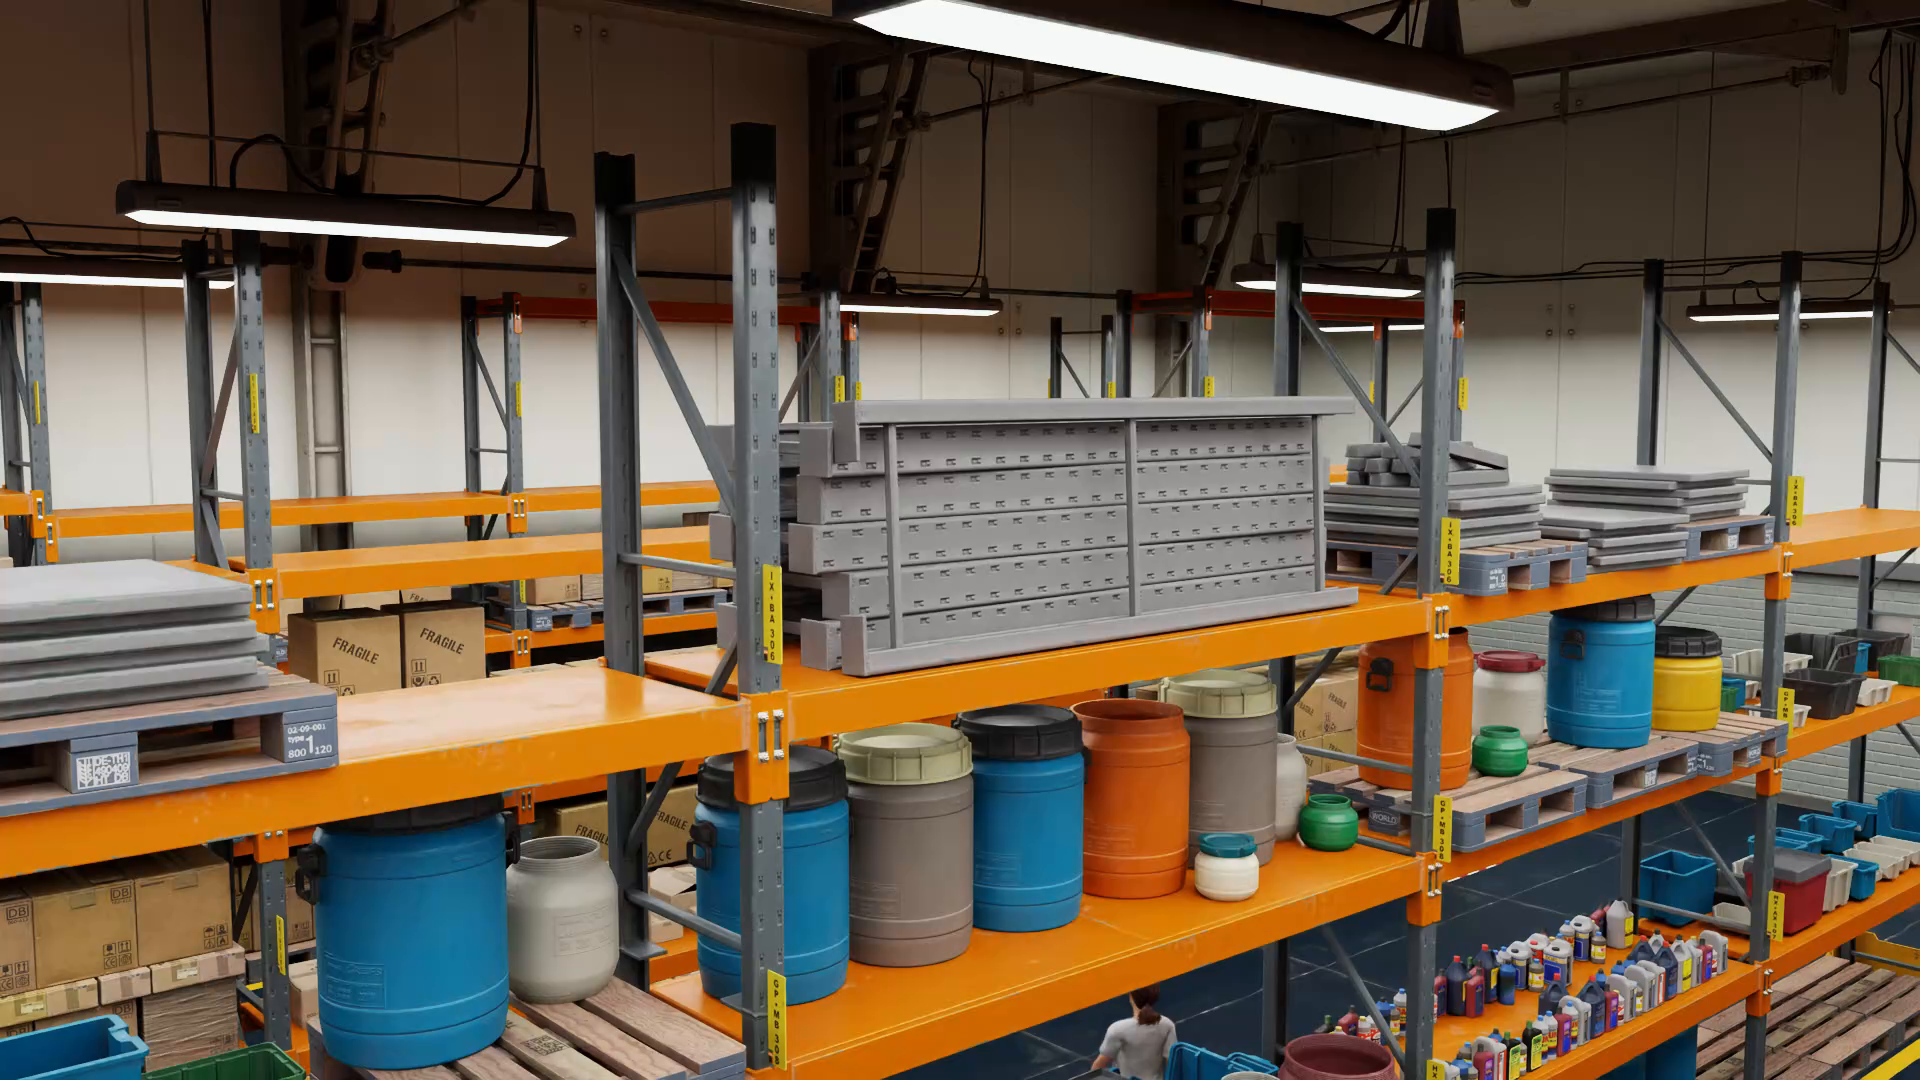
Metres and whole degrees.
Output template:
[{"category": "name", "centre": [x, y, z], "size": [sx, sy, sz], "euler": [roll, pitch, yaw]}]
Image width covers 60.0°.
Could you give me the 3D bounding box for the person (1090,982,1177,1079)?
[{"category": "person", "centre": [1.034, 3.379, 10.122], "size": [0.578, 1.618, 0.923], "euler": [0, 5, 2]}]
